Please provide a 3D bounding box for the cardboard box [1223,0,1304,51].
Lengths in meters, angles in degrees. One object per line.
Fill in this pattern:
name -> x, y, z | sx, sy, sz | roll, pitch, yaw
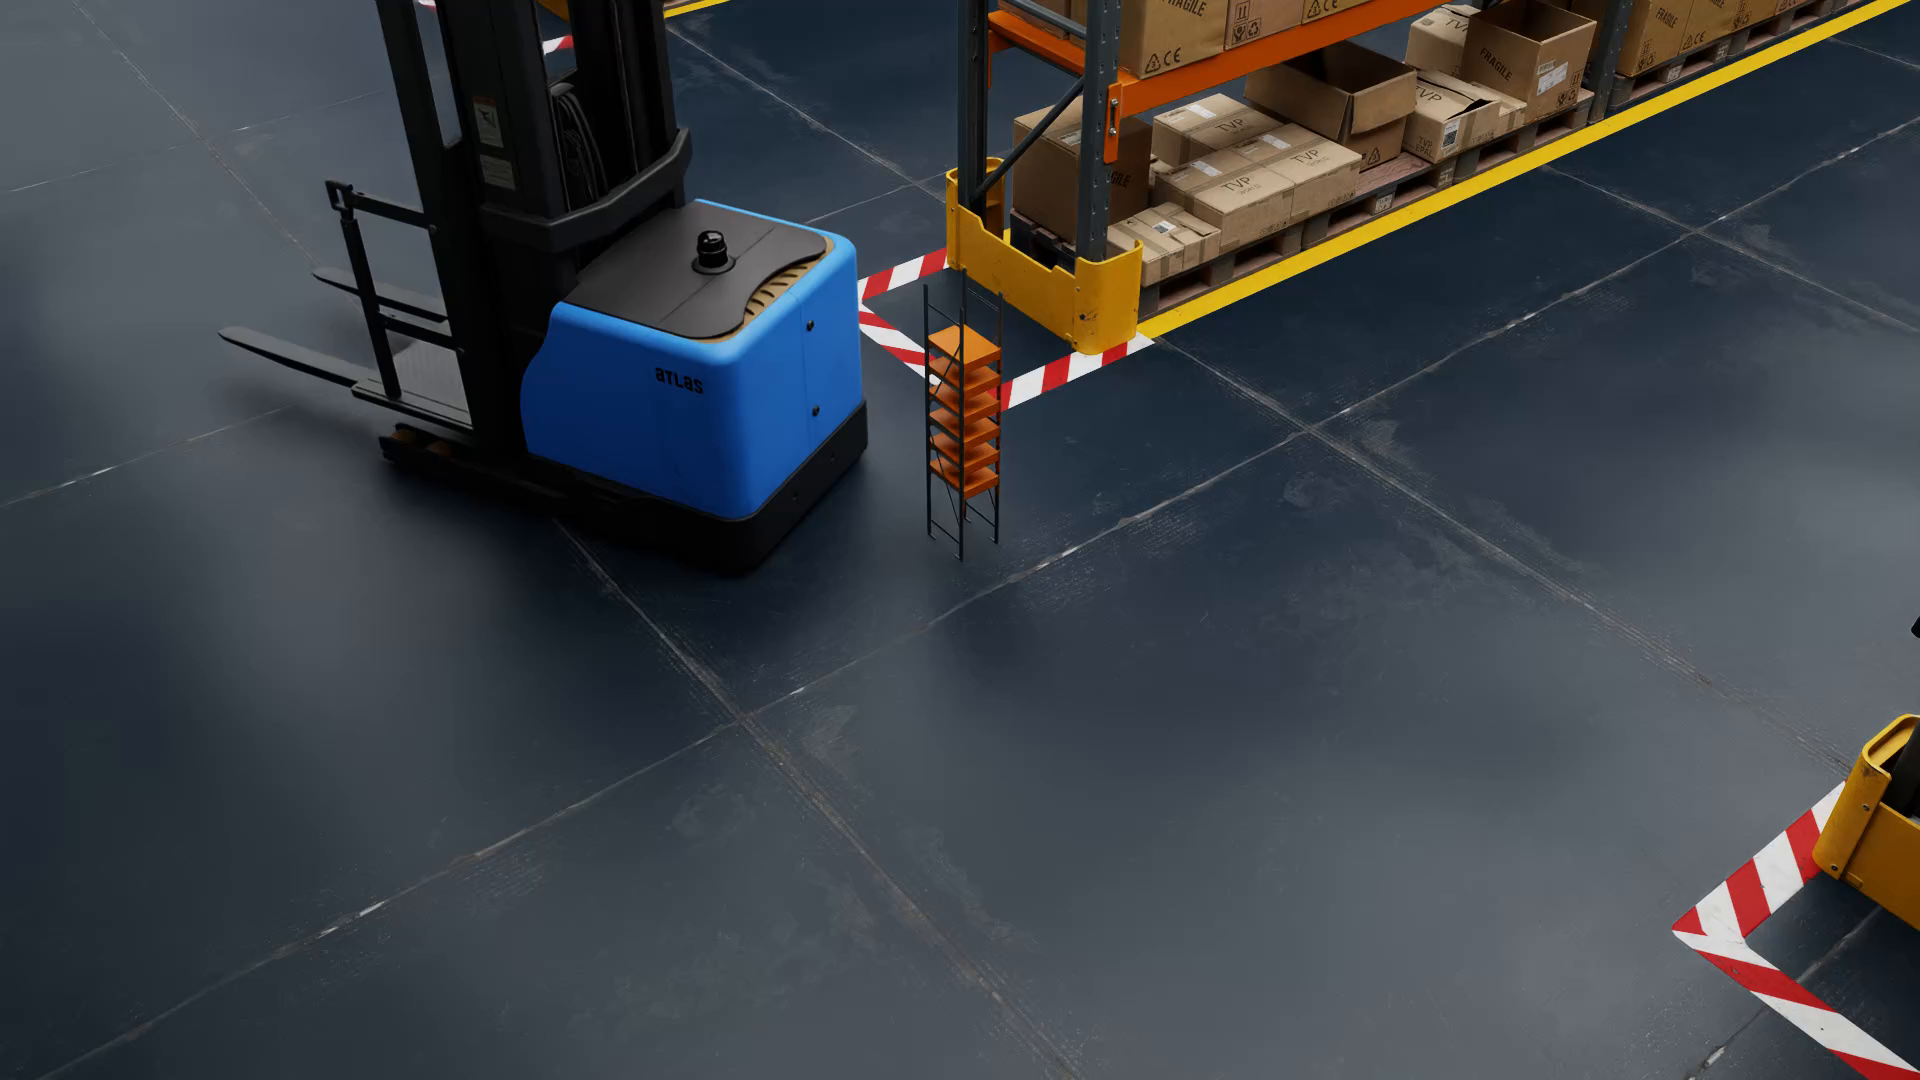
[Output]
cardboard box -> 1.255, -2.640, 7.688 | 0.500, 0.500, 0.500 | -26, 46, -28

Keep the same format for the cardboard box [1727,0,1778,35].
cardboard box -> 4.857, -3.576, 10.531 | 0.500, 0.500, 0.500 | -25, 46, -28

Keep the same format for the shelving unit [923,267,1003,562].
shelving unit -> 0.011, -0.469, 6.540 | 0.189, 1.200, 0.258 | -26, 46, -28

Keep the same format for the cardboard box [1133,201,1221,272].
cardboard box -> 1.076, -1.521, 8.290 | 0.250, 0.166, 0.380 | -26, 46, -28

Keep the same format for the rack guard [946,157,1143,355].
rack guard -> 0.397, -1.424, 8.255 | 0.348, 0.500, 1.175 | -26, 46, -28

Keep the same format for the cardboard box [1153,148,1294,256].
cardboard box -> 1.337, -1.729, 8.476 | 0.500, 0.250, 0.500 | -26, 46, -28

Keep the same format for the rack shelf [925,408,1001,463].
rack shelf -> 0.011, -0.435, 6.568 | 0.180, 0.103, 0.258 | -26, 46, -28

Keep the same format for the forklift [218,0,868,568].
forklift -> -1.955, -1.676, 6.645 | 3.031, 2.935, 1.130 | 18, 43, 21

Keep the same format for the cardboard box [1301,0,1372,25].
cardboard box -> 1.654, -2.833, 7.923 | 0.500, 0.500, 0.500 | -26, 46, -28

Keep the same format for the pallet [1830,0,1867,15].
pallet -> 6.064, -4.105, 11.751 | 1.213, 0.211, 1.003 | -26, 46, -28

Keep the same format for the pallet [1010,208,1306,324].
pallet -> 1.028, -1.621, 8.723 | 1.213, 0.211, 1.003 | -26, 46, -28

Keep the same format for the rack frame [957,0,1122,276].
rack frame -> 0.336, -2.361, 7.426 | 0.127, 3.000, 1.000 | -26, 46, -28

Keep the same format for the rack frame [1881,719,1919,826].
rack frame -> 3.358, 0.129, 4.391 | 0.127, 3.000, 1.000 | -26, 46, -28

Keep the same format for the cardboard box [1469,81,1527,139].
cardboard box -> 2.968, -2.437, 9.419 | 0.250, 0.149, 0.380 | -26, 46, -28

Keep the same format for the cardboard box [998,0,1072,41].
cardboard box -> 0.526, -2.709, 7.772 | 0.500, 0.500, 0.500 | -25, 45, -27

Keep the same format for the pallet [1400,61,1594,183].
pallet -> 2.963, -2.564, 9.872 | 1.213, 0.211, 1.003 | -26, 46, -28

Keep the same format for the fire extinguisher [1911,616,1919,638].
fire extinguisher -> 2.957, 0.129, 4.746 | 0.183, 0.674, 0.296 | -26, 46, -28

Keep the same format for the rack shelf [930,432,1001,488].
rack shelf -> 0.011, -0.342, 6.644 | 0.180, 0.103, 0.258 | -26, 46, -28

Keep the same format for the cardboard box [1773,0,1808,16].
cardboard box -> 5.258, -3.771, 10.769 | 0.500, 0.500, 0.500 | -28, 47, -30

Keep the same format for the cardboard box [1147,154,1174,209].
cardboard box -> 0.993, -1.881, 8.728 | 0.250, 0.166, 0.380 | -26, 46, -28

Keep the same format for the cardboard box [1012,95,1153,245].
cardboard box -> 0.617, -1.898, 8.487 | 0.500, 0.500, 0.500 | -26, 46, -28

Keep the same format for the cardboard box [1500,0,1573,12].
cardboard box -> 3.724, -3.445, 10.372 | 0.500, 0.500, 0.500 | -26, 46, -28

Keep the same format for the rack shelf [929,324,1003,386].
rack shelf -> 0.011, -0.713, 6.339 | 0.180, 0.103, 0.258 | -26, 46, -28

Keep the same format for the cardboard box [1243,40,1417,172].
cardboard box -> 2.021, -2.383, 9.075 | 0.637, 0.503, 0.797 | -26, 46, -28

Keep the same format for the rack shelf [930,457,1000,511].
rack shelf -> 0.011, -0.250, 6.720 | 0.180, 0.103, 0.258 | -26, 46, -28

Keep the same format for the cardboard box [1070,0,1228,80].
cardboard box -> 0.849, -2.438, 7.442 | 0.500, 0.500, 0.500 | -25, 46, -27

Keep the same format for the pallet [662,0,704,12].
pallet -> -2.002, -4.074, 11.714 | 1.213, 0.211, 1.003 | -26, 46, -28

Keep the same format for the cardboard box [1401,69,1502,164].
cardboard box -> 2.634, -2.385, 9.228 | 0.500, 0.311, 0.500 | -26, 46, -28

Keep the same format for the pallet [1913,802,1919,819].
pallet -> 3.944, 0.859, 5.700 | 1.213, 0.211, 1.003 | -26, 46, -28

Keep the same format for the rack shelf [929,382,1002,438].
rack shelf -> 0.011, -0.528, 6.492 | 0.180, 0.103, 0.258 | -26, 46, -28

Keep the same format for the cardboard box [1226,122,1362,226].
cardboard box -> 1.733, -1.922, 8.712 | 0.500, 0.250, 0.500 | -26, 46, -28

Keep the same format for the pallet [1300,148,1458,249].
pallet -> 1.995, -2.089, 9.294 | 1.213, 0.211, 1.003 | -26, 46, -28

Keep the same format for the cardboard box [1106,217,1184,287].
cardboard box -> 0.878, -1.418, 8.177 | 0.250, 0.149, 0.380 | -26, 46, -28

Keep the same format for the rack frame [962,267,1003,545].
rack frame -> 0.084, -0.505, 6.583 | 0.006, 1.200, 0.240 | -26, 46, -28

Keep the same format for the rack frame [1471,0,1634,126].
rack frame -> 3.508, -3.907, 9.311 | 0.127, 3.000, 1.000 | -26, 46, -28

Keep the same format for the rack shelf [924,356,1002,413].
rack shelf -> 0.011, -0.621, 6.416 | 0.180, 0.103, 0.258 | -26, 46, -28

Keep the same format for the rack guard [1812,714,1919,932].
rack guard -> 3.339, 1.105, 5.173 | 0.348, 0.500, 1.175 | -26, 46, -28

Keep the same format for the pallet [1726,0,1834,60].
pallet -> 5.098, -3.636, 11.179 | 1.213, 0.211, 1.003 | -26, 46, -28

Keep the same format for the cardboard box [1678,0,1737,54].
cardboard box -> 4.456, -3.387, 10.300 | 0.500, 0.500, 0.500 | -25, 46, -28

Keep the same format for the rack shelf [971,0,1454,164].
rack shelf -> 1.922, -2.856, 8.596 | 4.000, 0.370, 1.077 | -26, 46, -28

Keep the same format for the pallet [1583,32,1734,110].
pallet -> 4.130, -3.162, 10.601 | 1.213, 0.211, 1.003 | -26, 46, -28

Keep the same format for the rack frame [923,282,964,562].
rack frame -> -0.061, -0.434, 6.496 | 0.006, 1.200, 0.240 | -26, 46, -28

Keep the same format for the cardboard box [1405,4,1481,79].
cardboard box -> 3.043, -2.984, 9.959 | 0.500, 0.311, 0.500 | -26, 46, -28

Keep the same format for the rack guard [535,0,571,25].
rack guard -> -2.690, -3.871, 11.238 | 0.348, 0.500, 1.175 | -26, 46, -28

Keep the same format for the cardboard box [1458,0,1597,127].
cardboard box -> 3.229, -2.748, 9.522 | 0.500, 0.500, 0.500 | -26, 46, -28

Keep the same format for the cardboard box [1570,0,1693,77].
cardboard box -> 4.040, -3.175, 10.042 | 0.500, 0.500, 0.500 | -28, 47, -30

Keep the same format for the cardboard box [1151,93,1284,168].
cardboard box -> 1.389, -2.154, 8.995 | 0.500, 0.250, 0.500 | -26, 46, -28
